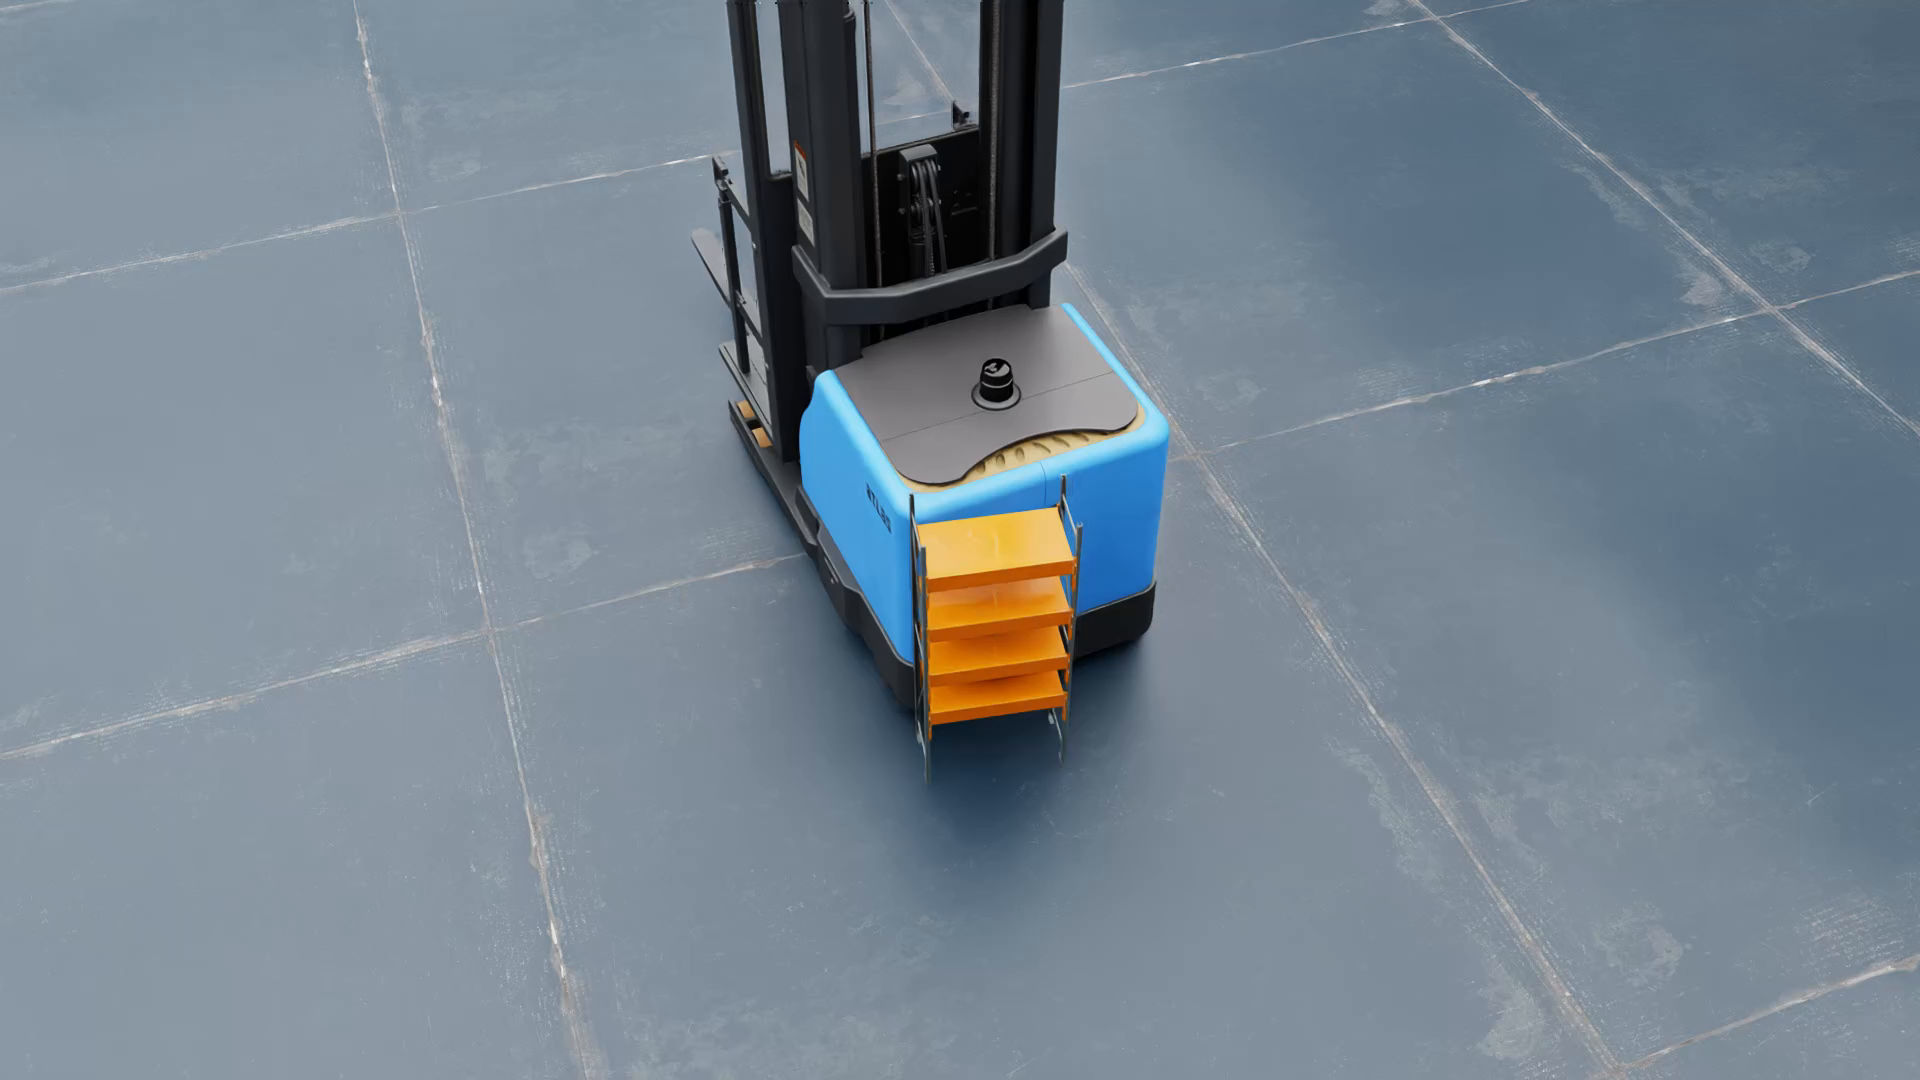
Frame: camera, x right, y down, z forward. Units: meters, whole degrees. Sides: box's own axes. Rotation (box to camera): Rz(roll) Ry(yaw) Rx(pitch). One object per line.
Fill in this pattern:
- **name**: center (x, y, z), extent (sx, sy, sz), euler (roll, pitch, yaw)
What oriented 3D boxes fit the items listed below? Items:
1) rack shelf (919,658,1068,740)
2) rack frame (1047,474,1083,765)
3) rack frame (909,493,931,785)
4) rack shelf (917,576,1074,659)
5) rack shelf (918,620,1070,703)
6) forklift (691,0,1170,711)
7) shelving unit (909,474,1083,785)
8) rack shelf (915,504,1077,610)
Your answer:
- **rack shelf**: center (0.108, 0.516, 5.763), extent (0.480, 0.148, 0.258), euler (-7, 46, -7)
- **rack frame**: center (0.348, 0.298, 5.605), extent (0.015, 1.200, 0.240), euler (-7, 46, -7)
- **rack frame**: center (-0.132, 0.360, 5.543), extent (0.015, 1.200, 0.240), euler (-7, 46, -7)
- **rack shelf**: center (0.108, 0.219, 5.463), extent (0.480, 0.148, 0.258), euler (-7, 46, -7)
- **rack shelf**: center (0.108, 0.377, 5.622), extent (0.480, 0.148, 0.258), euler (-7, 46, -7)
- **forklift**: center (-0.341, -1.469, 6.145), extent (1.130, 2.935, 3.031), euler (-18, 48, -17)
- **shelving unit**: center (0.108, 0.329, 5.574), extent (0.503, 1.200, 0.258), euler (-7, 46, -7)
- **rack shelf**: center (0.108, 0.052, 5.296), extent (0.480, 0.148, 0.258), euler (-7, 46, -7)
